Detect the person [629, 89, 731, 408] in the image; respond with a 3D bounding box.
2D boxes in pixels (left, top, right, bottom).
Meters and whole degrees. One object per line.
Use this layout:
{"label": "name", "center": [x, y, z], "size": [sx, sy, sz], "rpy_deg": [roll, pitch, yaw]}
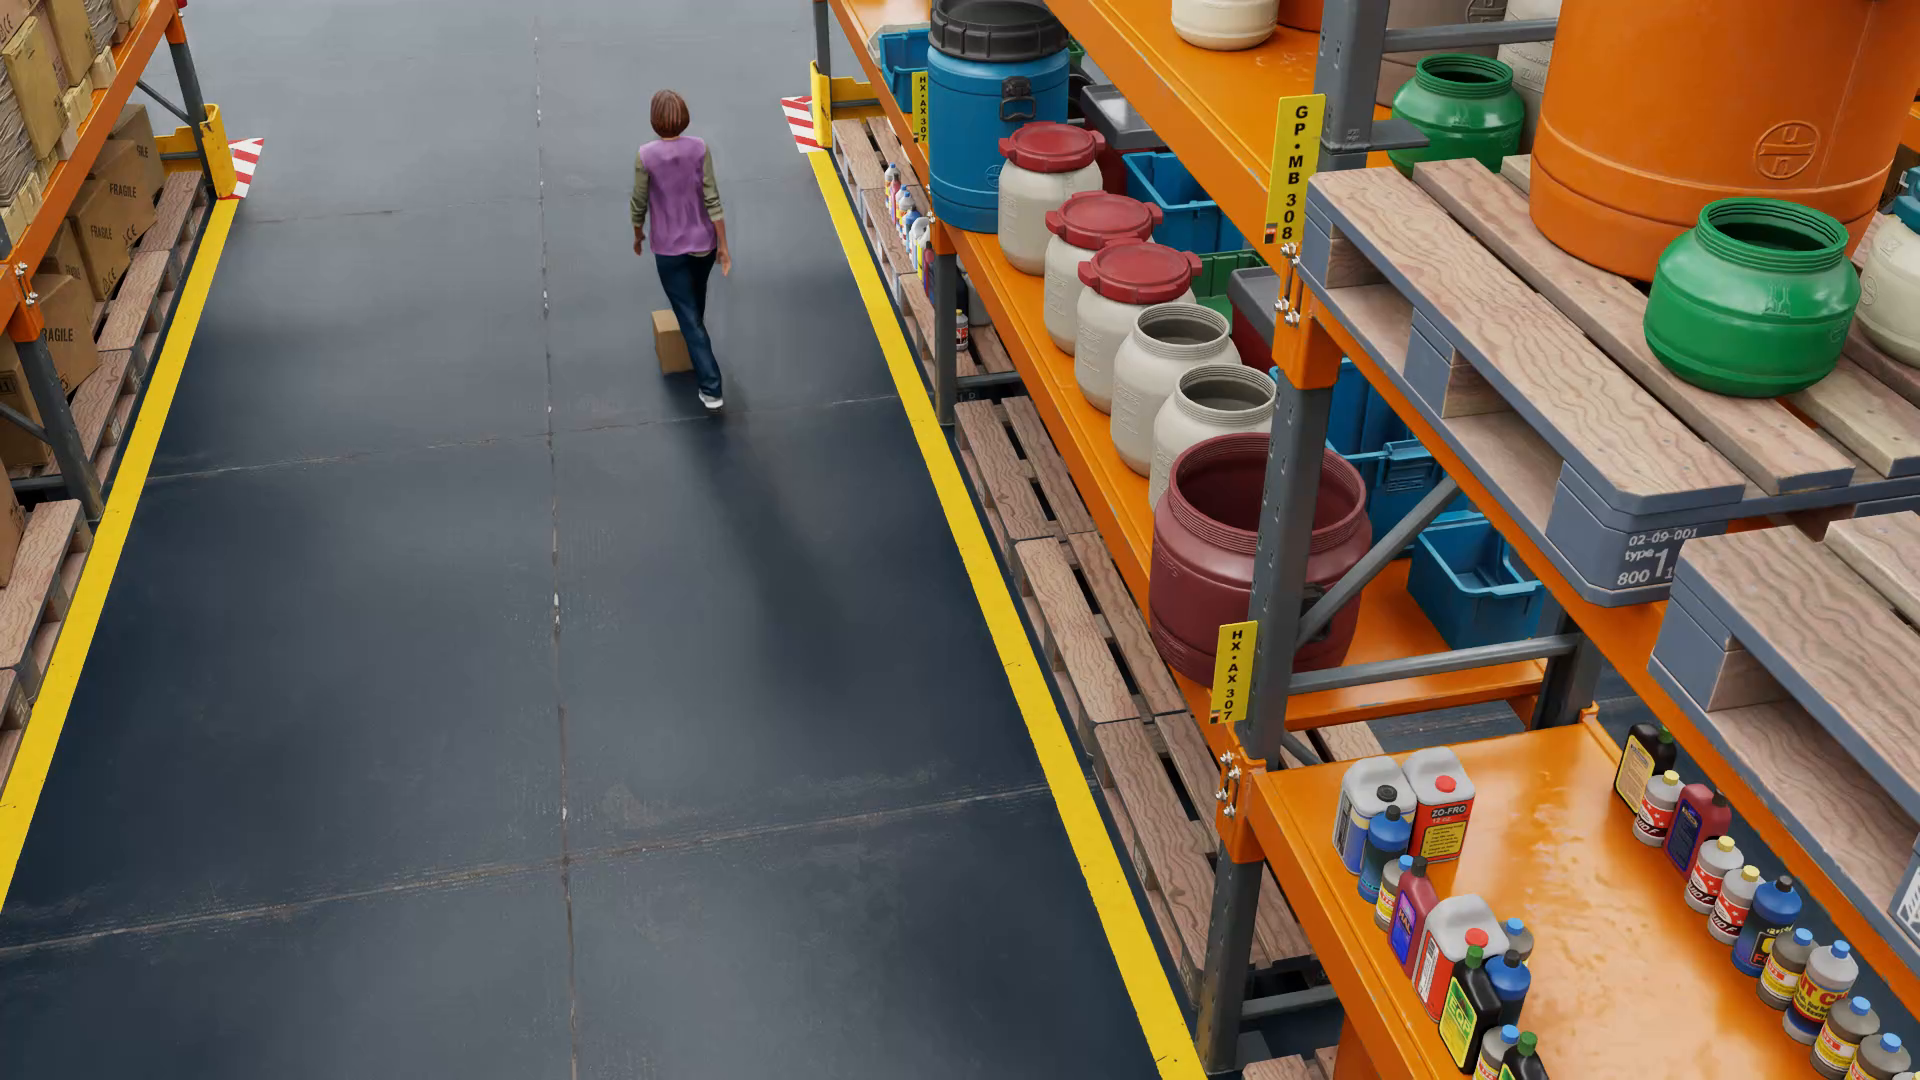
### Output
{"label": "person", "center": [-1.412, -1.503, 8.310], "size": [0.424, 1.524, 1.016], "rpy_deg": [-15, 38, -21]}
